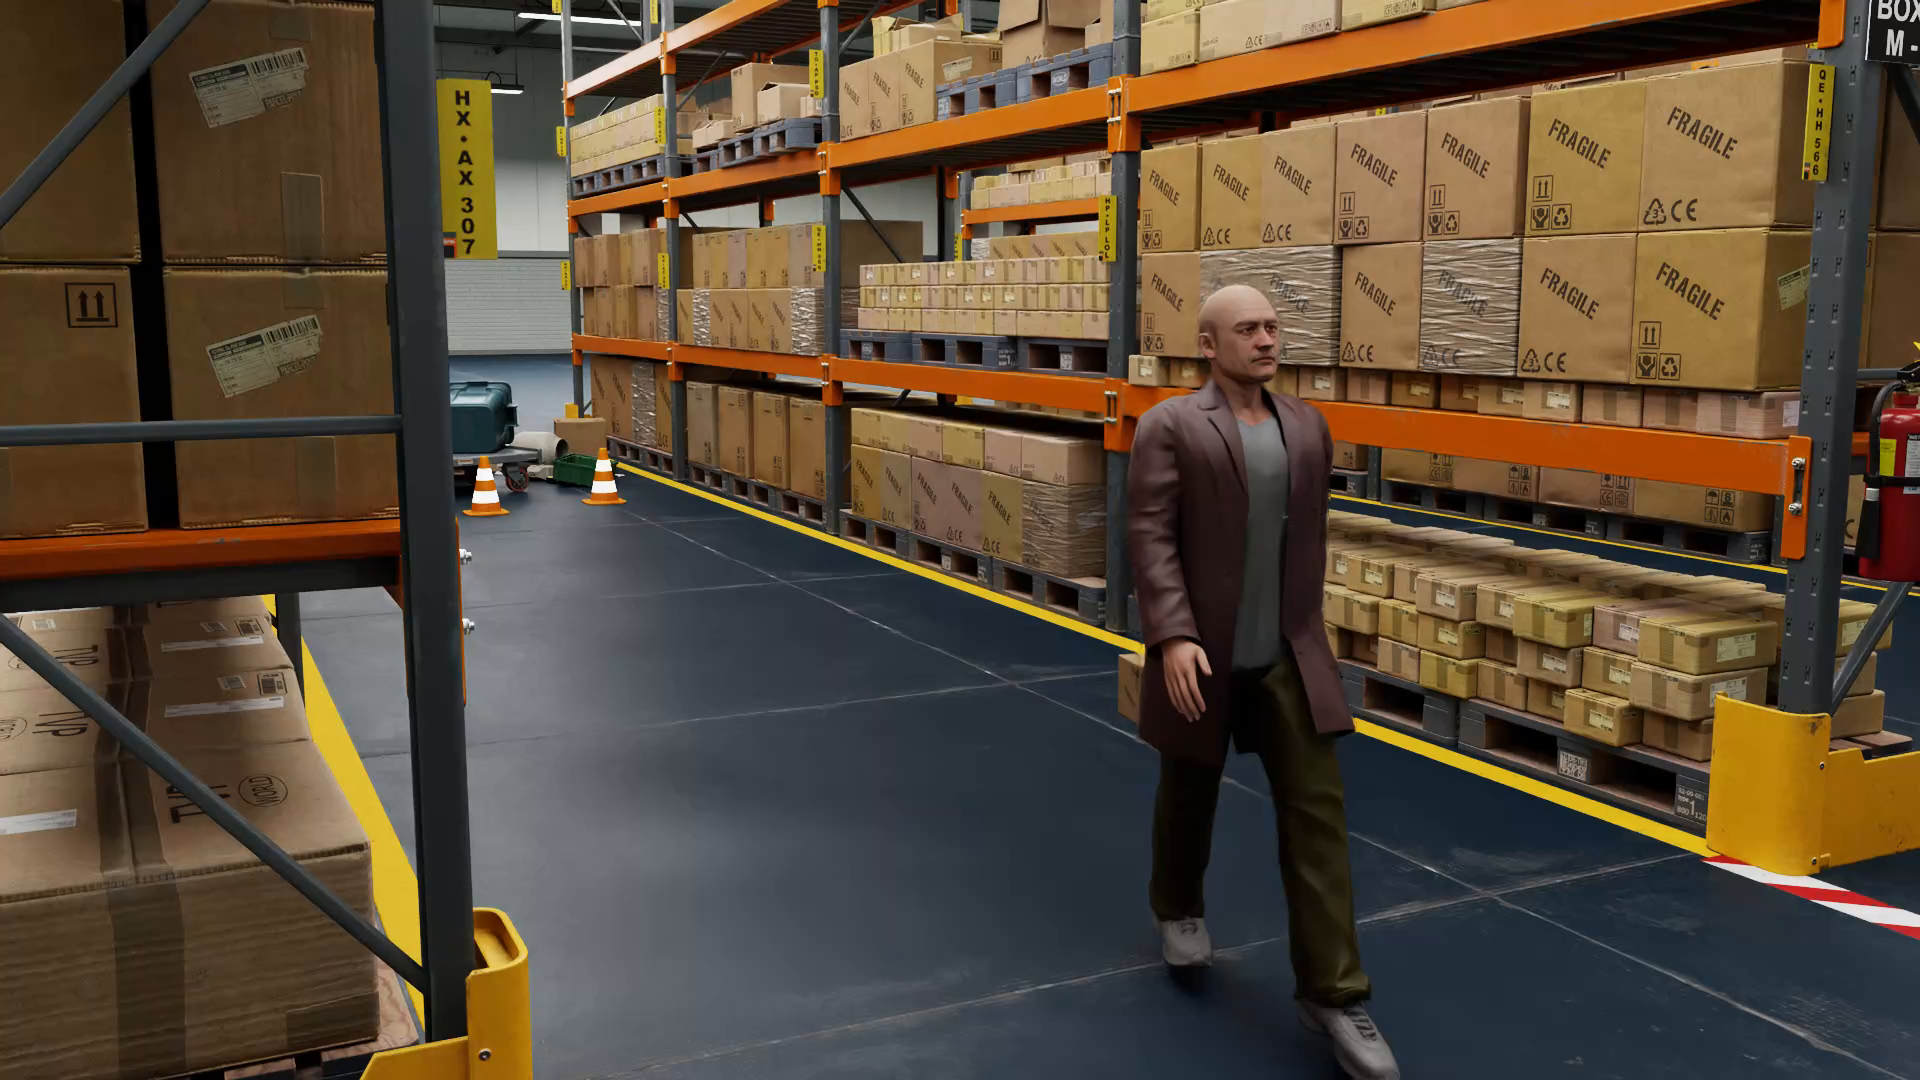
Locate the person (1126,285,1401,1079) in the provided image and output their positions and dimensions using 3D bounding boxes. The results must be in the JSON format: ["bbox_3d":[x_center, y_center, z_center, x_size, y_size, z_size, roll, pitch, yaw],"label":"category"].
[{"bbox_3d":[0.684,0.271,3.937,0.571,1.733,1.022,-1,8,-10],"label":"person"}]
